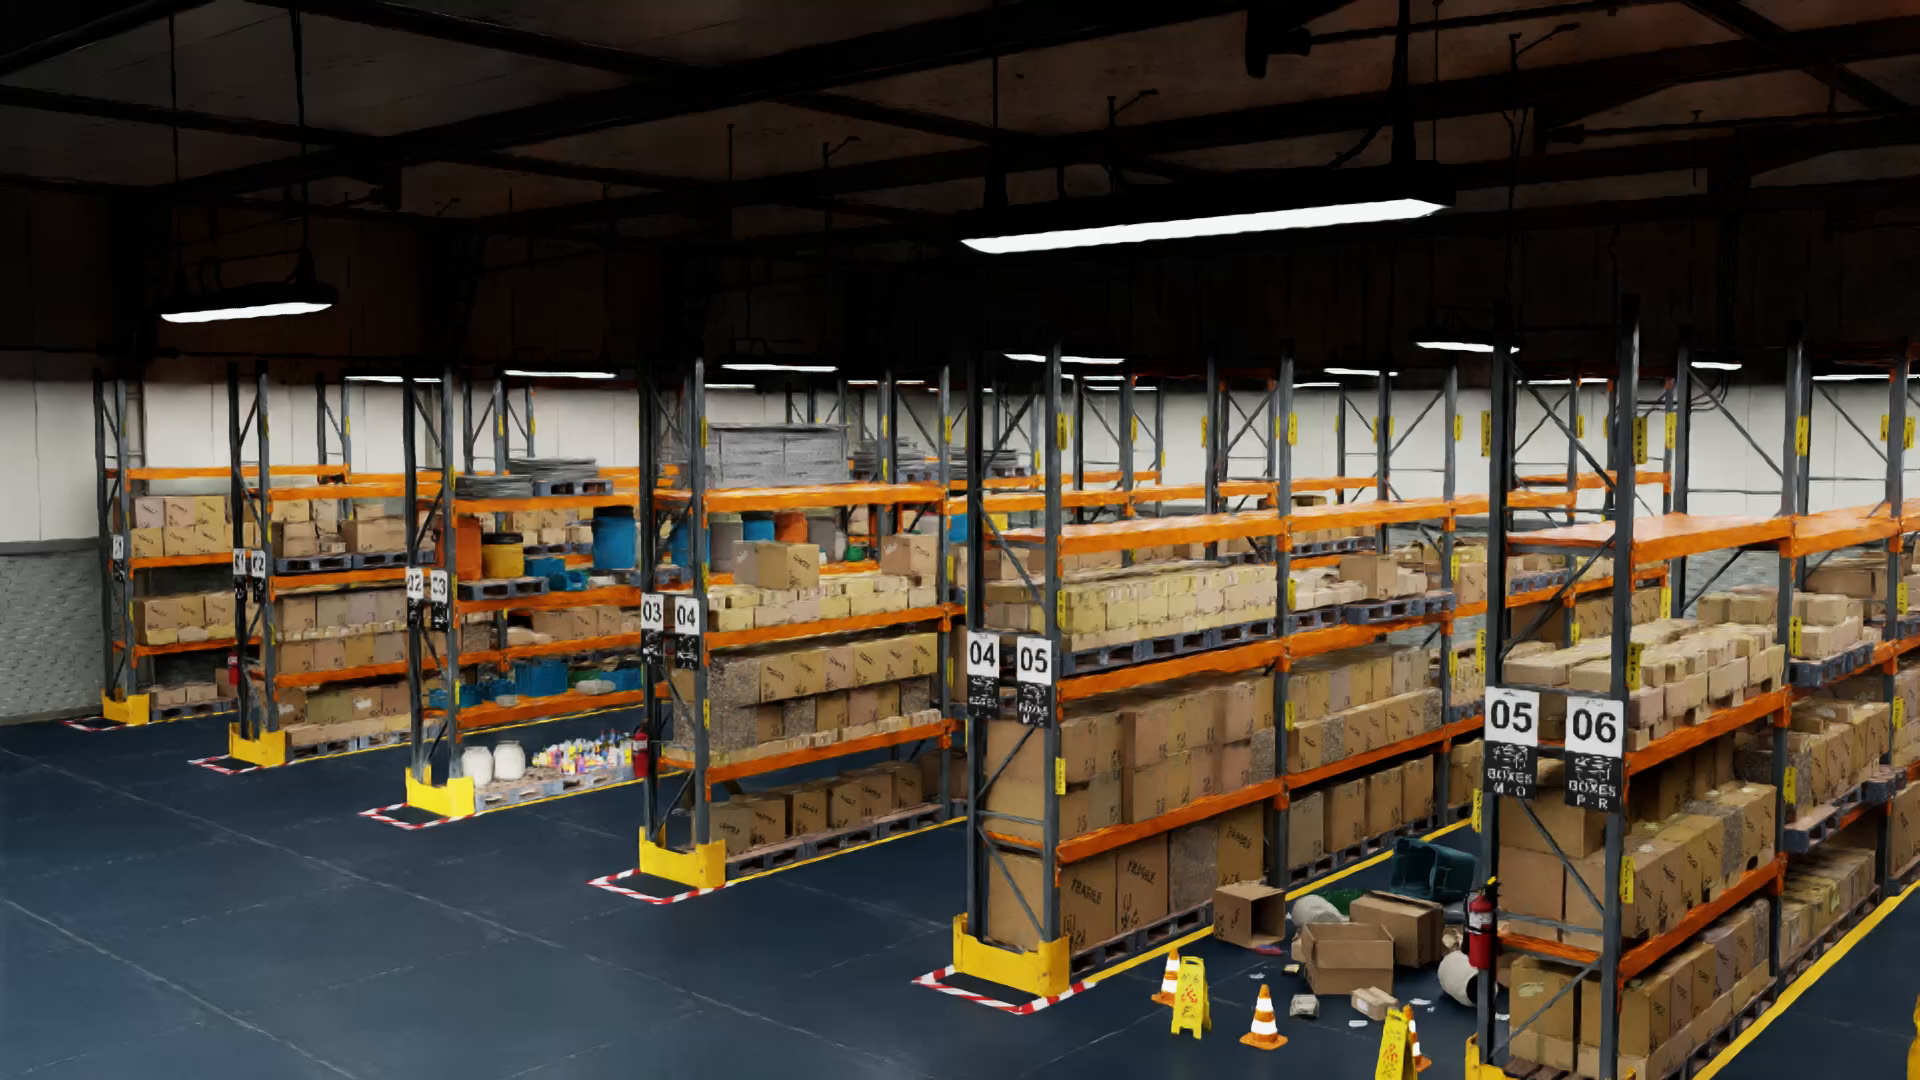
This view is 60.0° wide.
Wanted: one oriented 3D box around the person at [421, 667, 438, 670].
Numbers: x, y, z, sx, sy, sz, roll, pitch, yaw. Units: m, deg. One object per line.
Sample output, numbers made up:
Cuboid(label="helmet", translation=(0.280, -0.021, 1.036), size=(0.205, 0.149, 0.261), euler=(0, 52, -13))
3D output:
Cuboid(label="person", translation=(-9.352, 2.149, 29.314), size=(0.729, 1.733, 0.546), euler=(3, 5, 39))

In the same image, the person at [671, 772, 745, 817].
Cuboid(label="person", translation=(-3.222, 2.728, 21.476), size=(1.045, 1.723, 0.636), euler=(-2, 5, -28))
